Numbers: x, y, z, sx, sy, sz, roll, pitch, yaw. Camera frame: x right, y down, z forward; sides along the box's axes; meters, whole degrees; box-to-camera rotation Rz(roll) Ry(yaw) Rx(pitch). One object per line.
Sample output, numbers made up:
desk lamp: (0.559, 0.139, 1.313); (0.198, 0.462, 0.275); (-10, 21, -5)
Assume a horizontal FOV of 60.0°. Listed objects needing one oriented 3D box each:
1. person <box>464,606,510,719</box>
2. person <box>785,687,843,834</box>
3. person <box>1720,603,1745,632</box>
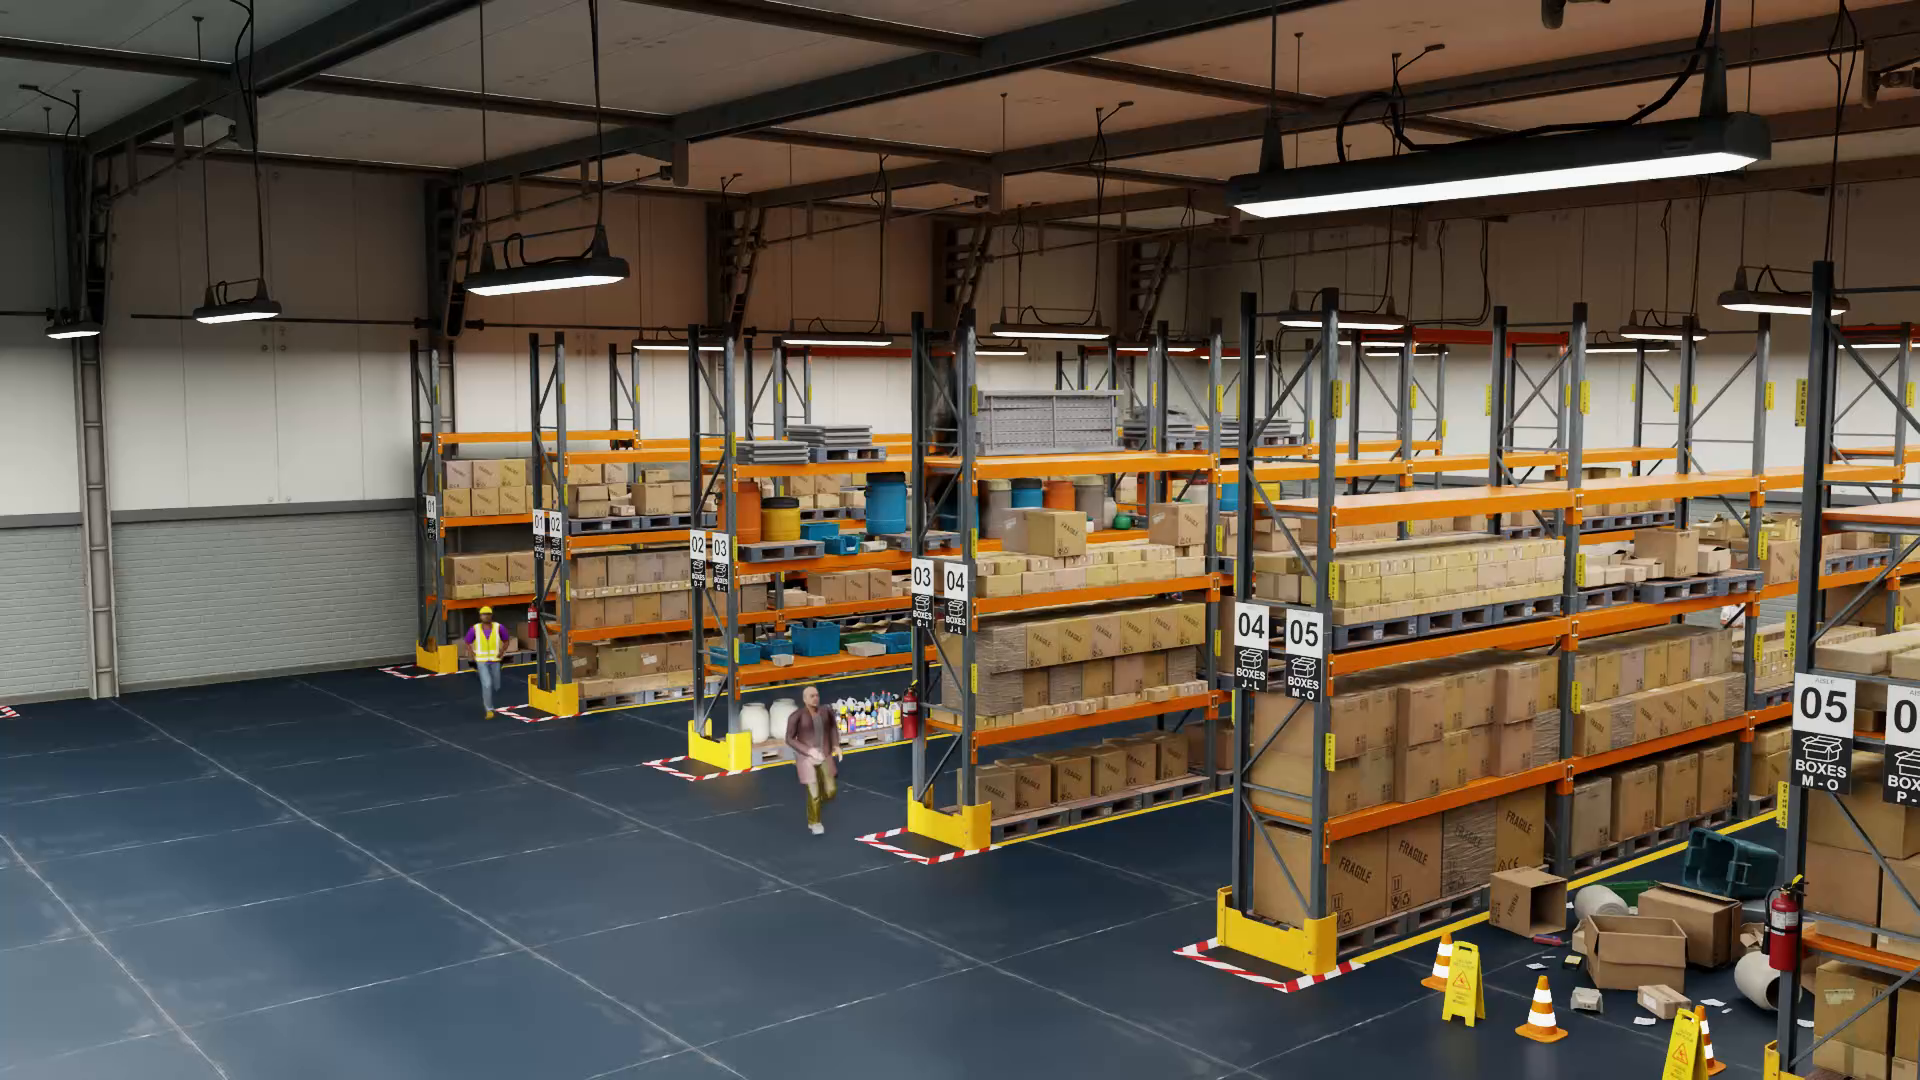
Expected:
person: (-7.406, 1.901, 26.107); (0.688, 1.742, 0.708); (-2, 6, -24)
person: (-1.678, 2.535, 19.178); (0.702, 1.713, 0.606); (-3, 6, -25)
person: (13.410, 1.697, 28.642); (0.631, 1.666, 0.942); (1, 5, 6)
